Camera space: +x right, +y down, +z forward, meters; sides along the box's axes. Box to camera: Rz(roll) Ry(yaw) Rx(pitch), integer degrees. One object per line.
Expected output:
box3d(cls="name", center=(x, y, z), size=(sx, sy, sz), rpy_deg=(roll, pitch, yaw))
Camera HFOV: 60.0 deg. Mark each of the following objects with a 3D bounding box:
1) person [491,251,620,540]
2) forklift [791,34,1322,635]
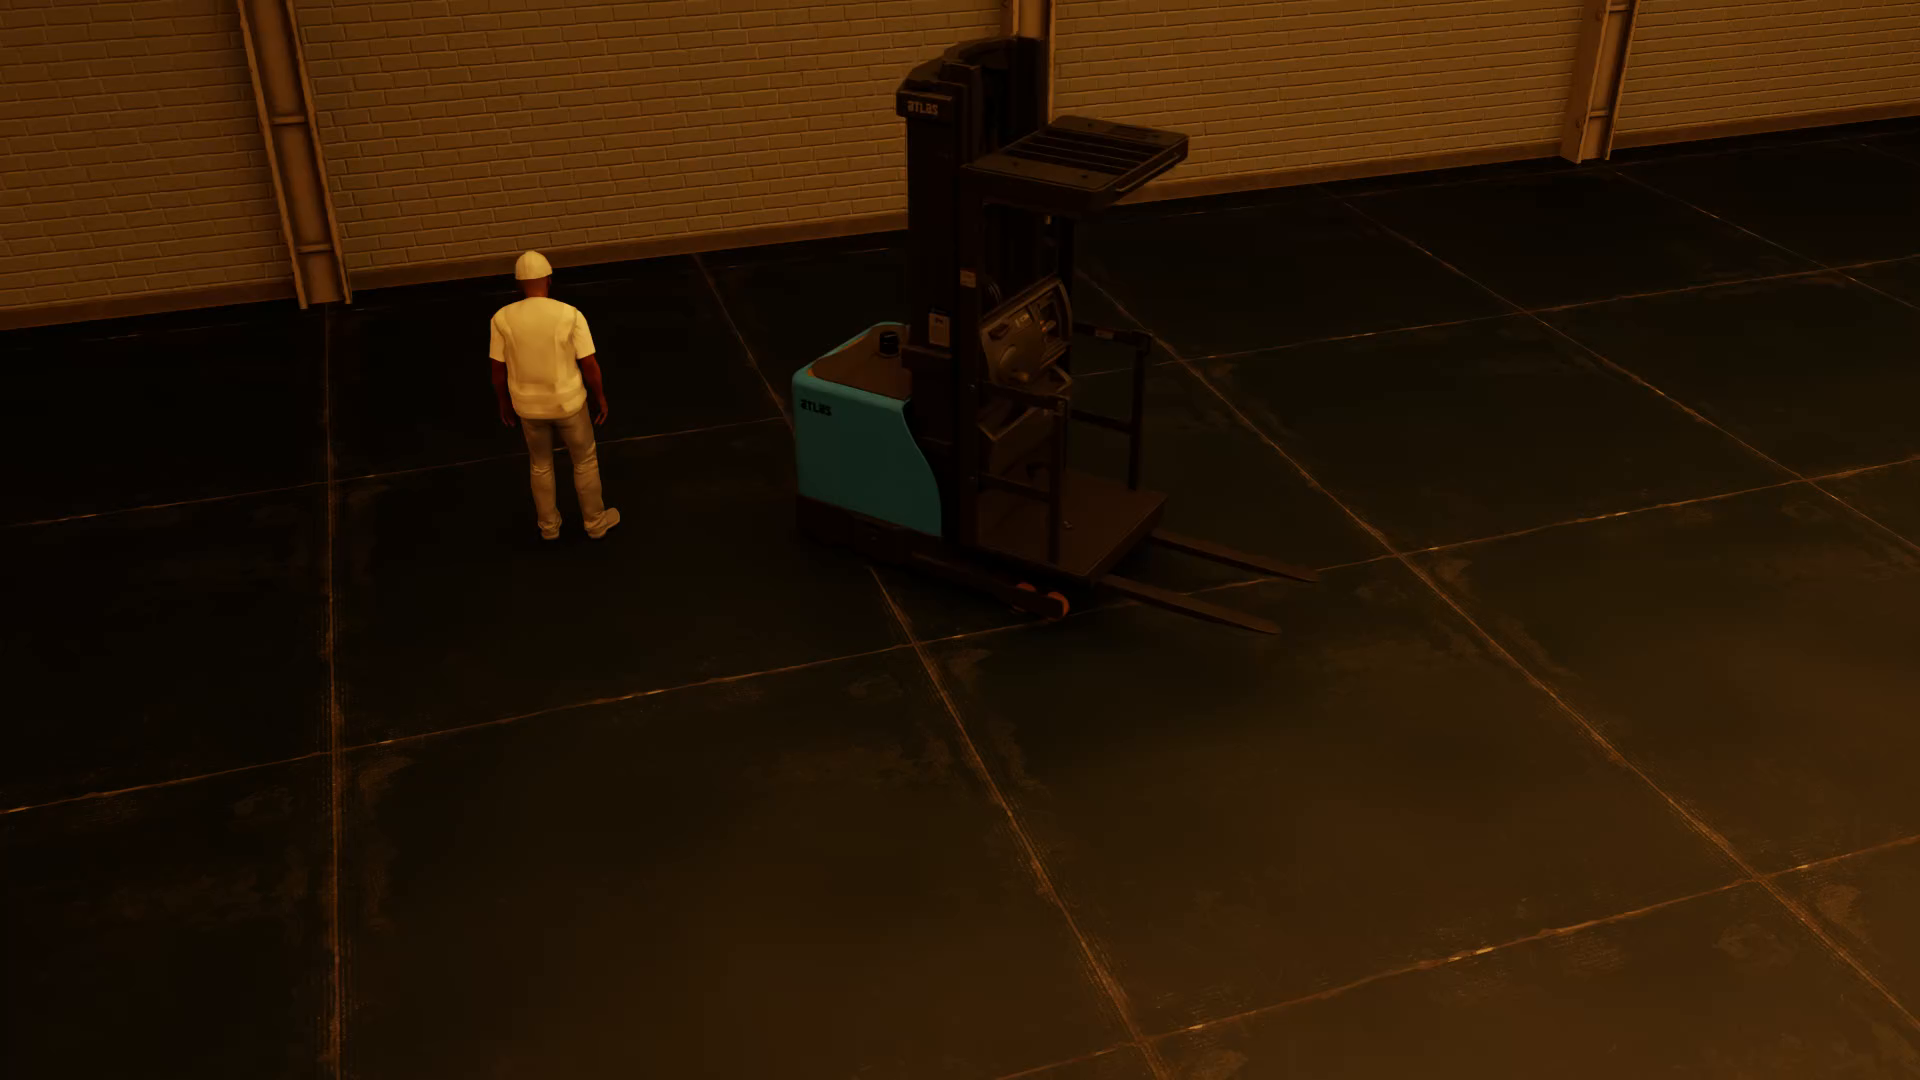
box3d(cls="person", center=(-2.378, -0.821, 9.693), size=(0.628, 1.759, 0.462), rpy_deg=(-1, 30, -1))
box3d(cls="forklift", center=(0.541, -1.118, 9.030), size=(3.031, 2.935, 1.130), rpy_deg=(17, 34, 27))
